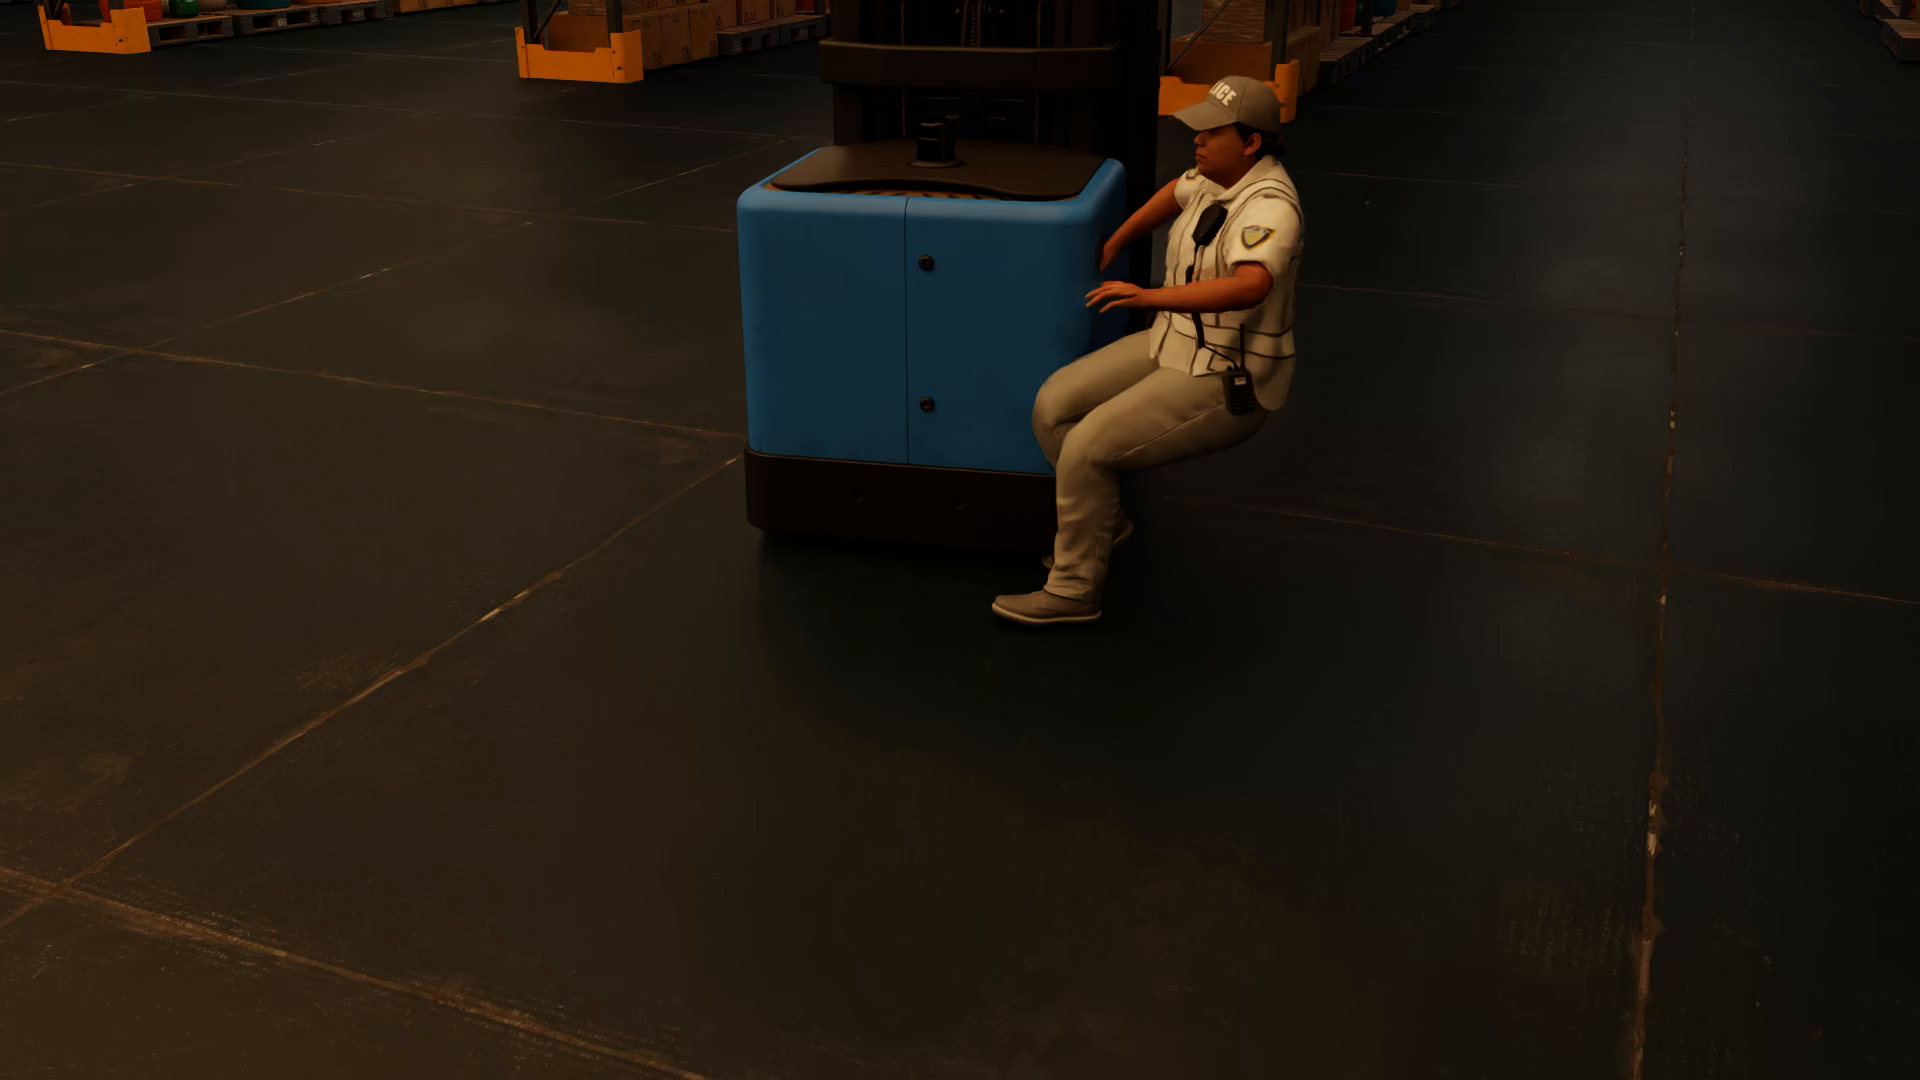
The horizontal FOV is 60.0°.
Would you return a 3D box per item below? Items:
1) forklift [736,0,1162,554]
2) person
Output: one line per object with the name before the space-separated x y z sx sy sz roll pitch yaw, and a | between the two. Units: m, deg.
forklift | 0.160 -1.850 5.718 1.130 2.935 3.031 5 23 11
person | 0.470 -0.498 4.418 0.824 1.428 0.900 -8 24 -18
